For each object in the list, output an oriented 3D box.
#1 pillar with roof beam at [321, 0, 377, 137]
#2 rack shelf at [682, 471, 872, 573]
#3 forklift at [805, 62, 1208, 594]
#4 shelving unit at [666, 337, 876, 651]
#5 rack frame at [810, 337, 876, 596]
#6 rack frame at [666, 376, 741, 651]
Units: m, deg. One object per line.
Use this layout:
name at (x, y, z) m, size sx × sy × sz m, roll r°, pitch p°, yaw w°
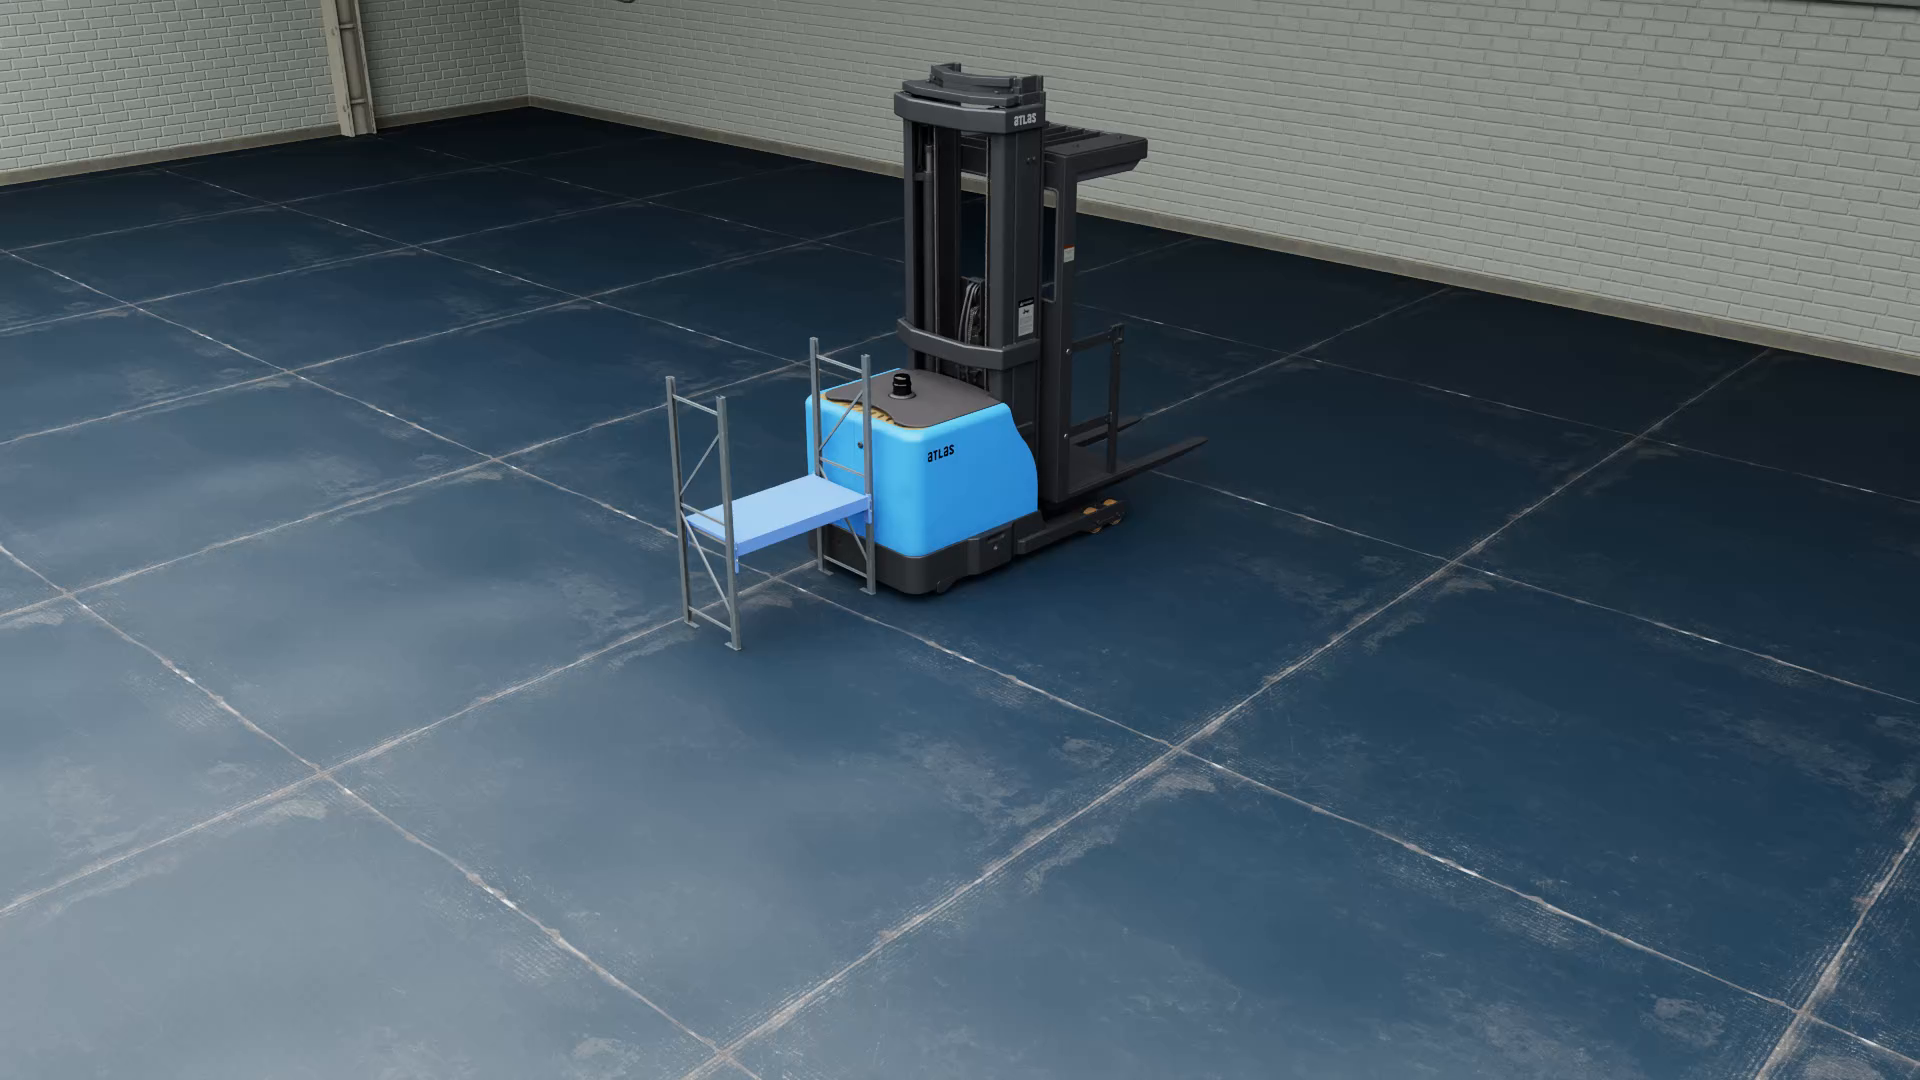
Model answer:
pillar with roof beam at (-5.339, -8.708, 19.172) m, size 9.100 × 9.000 × 0.400 m, roll 20°, pitch 31°, yaw 38°
rack shelf at (-1.056, -0.117, 9.617) m, size 1.000 × 0.185 × 0.538 m, roll -22°, pitch 32°, yaw -40°
forklift at (0.451, -1.518, 10.553) m, size 3.031 × 2.935 × 1.130 m, roll -22°, pitch 32°, yaw -40°
shelving unit at (-1.056, -0.281, 9.544) m, size 1.048 × 1.500 × 0.538 m, roll -22°, pitch 32°, yaw -40°
rack frame at (-0.693, -0.427, 9.868) m, size 0.032 × 1.500 × 0.500 m, roll -22°, pitch 32°, yaw -40°
rack frame at (-1.420, -0.136, 9.219) m, size 0.032 × 1.500 × 0.500 m, roll -22°, pitch 32°, yaw -40°
